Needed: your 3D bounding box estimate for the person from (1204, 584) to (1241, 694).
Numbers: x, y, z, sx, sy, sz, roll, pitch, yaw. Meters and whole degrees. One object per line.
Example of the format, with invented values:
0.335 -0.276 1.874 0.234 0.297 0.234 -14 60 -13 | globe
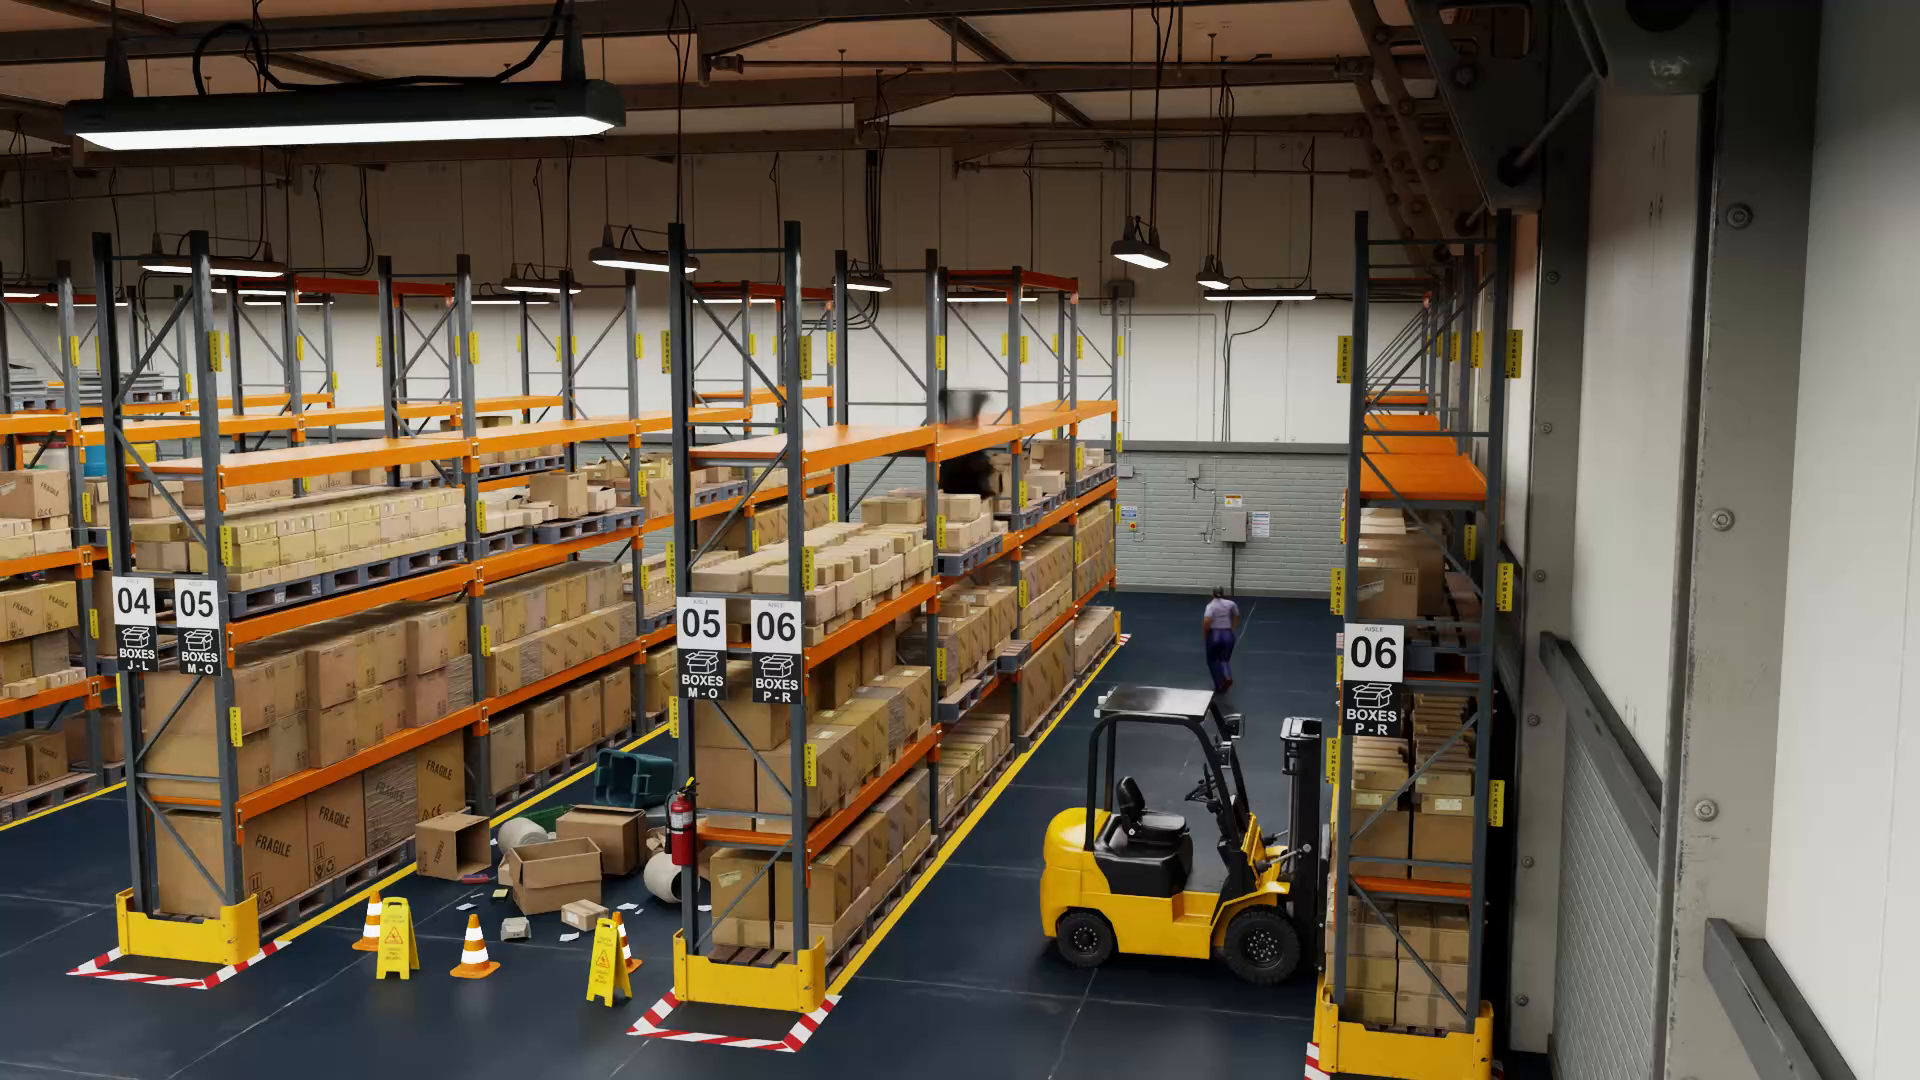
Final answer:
3.791 1.468 23.962 0.610 1.625 0.645 -1 7 -10 | person
